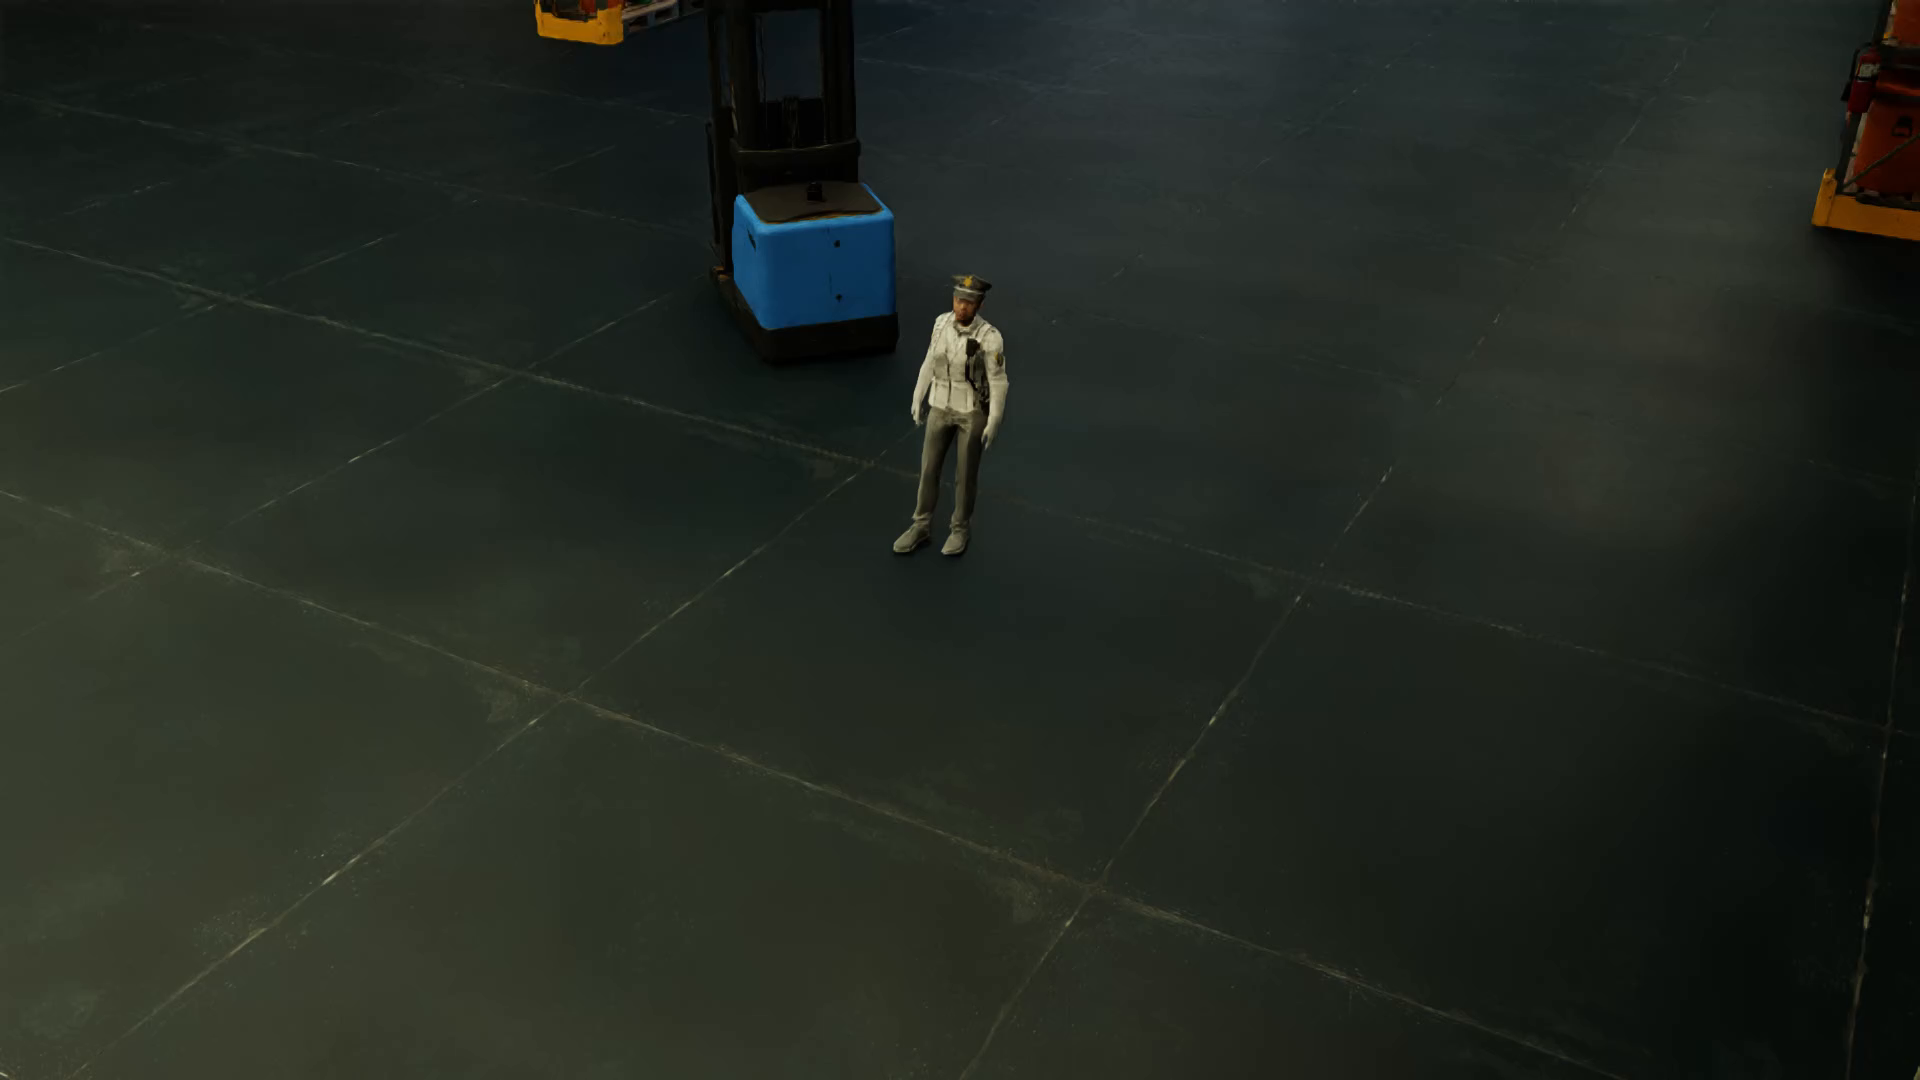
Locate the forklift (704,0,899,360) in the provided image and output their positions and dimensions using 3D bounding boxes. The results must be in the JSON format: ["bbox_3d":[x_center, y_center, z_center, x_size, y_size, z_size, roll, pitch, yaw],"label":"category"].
[{"bbox_3d":[-1.408,-3.309,12.804,1.130,2.935,3.031,-9,31,-16],"label":"forklift"}]

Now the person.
[{"bbox_3d":[-0.039,-0.712,9.527,0.586,1.695,0.532,15,33,25],"label":"person"}]
